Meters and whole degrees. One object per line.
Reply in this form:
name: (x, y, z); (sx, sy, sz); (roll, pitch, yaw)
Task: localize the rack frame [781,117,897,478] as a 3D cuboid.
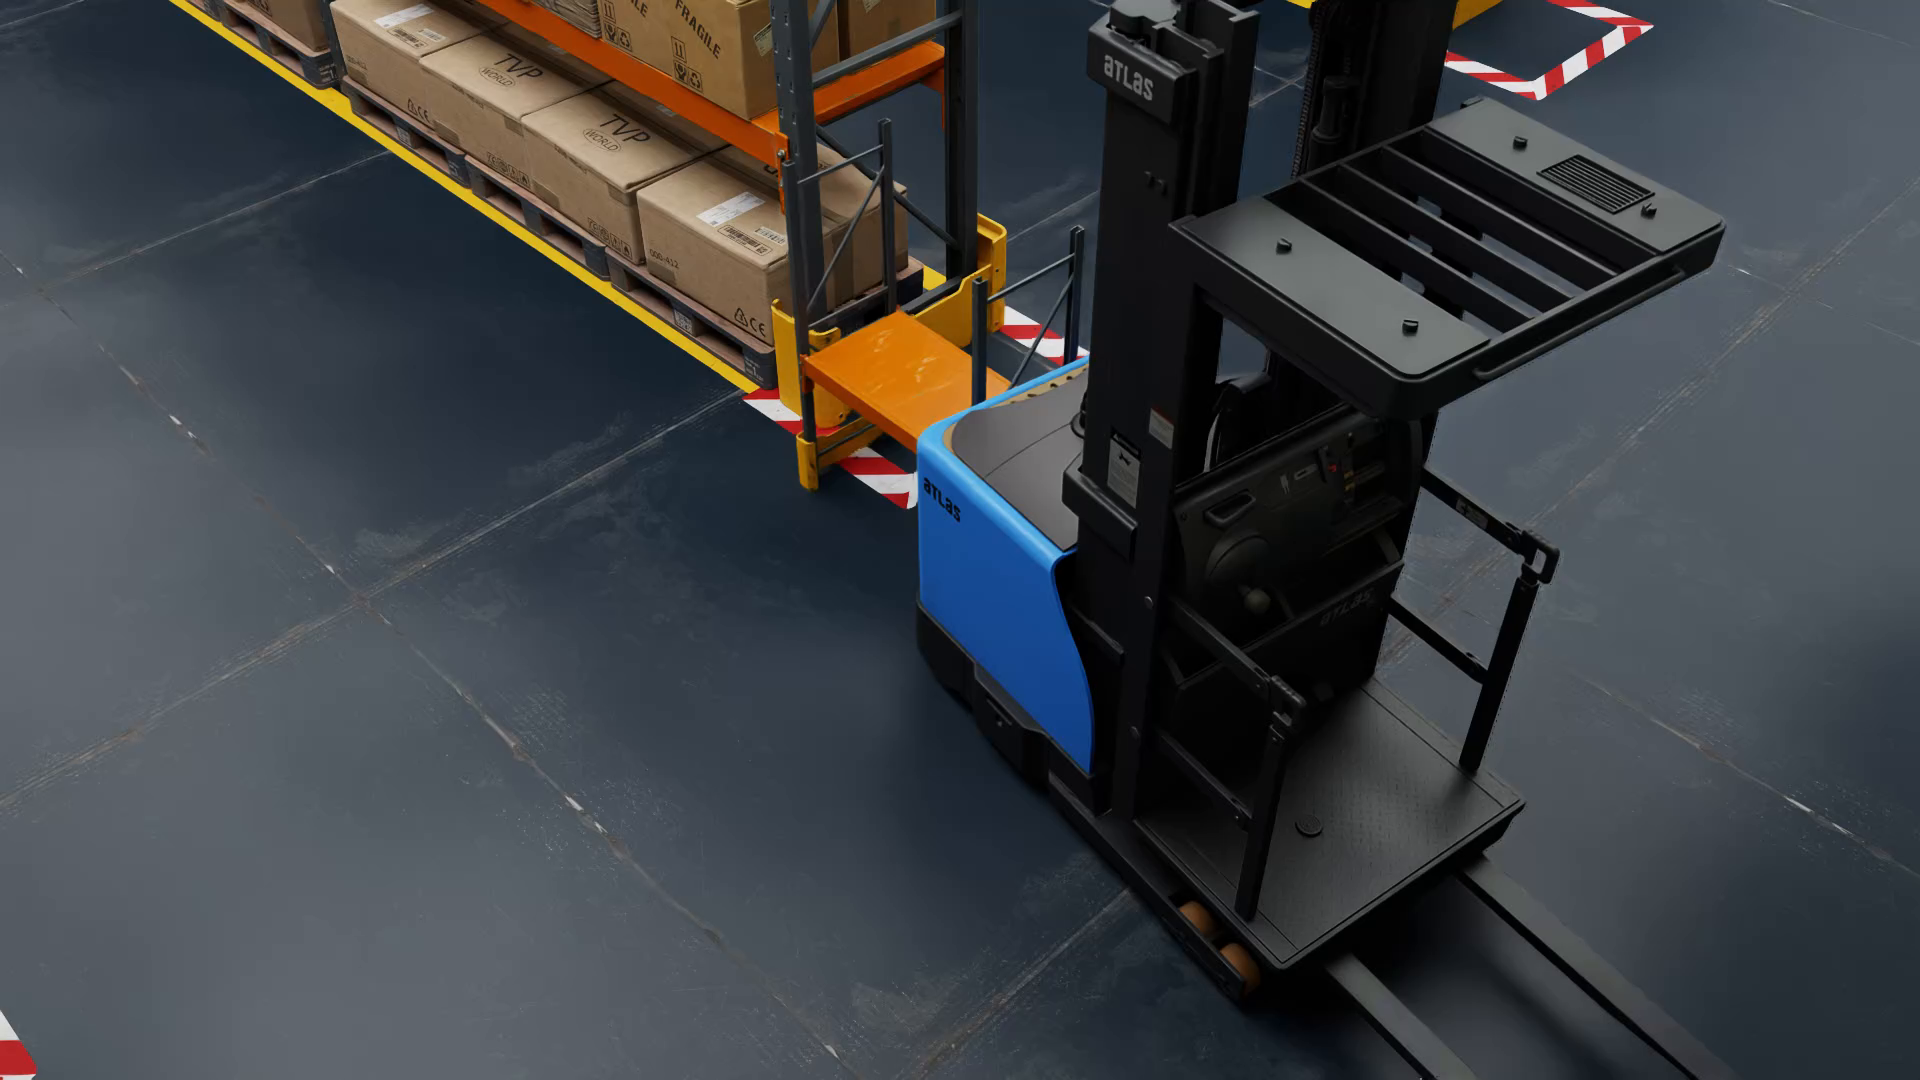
rack frame: (-0.452, -0.919, 6.639); (0.500, 1.500, 0.032); (-32, 51, -30)

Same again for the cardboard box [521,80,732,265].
cardboard box: (-1.504, -1.863, 8.135); (0.875, 0.438, 0.875); (-33, 52, -30)

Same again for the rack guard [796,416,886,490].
rack guard: (-0.439, -0.450, 7.053); (0.587, 0.250, 0.087); (-32, 51, -30)

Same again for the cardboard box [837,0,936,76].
cardboard box: (-0.450, -2.350, 7.009); (0.500, 0.500, 0.500); (34, 52, 31)

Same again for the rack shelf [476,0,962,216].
rack shelf: (-1.727, -2.642, 7.929); (1.077, 0.370, 4.000); (-34, 53, -31)

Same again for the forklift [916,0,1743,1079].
forklift: (1.103, -0.029, 4.621); (1.130, 2.935, 3.031); (-26, 49, -25)

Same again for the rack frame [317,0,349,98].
rack frame: (-3.139, -3.867, 8.725); (1.000, 3.000, 0.127); (-34, 53, -31)

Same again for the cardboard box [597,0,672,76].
cardboard box: (-1.186, -2.335, 6.993); (0.500, 0.500, 0.500); (33, 52, 31)

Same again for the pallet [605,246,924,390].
pallet: (-0.935, -1.268, 7.966); (1.003, 0.211, 1.213); (-34, 53, -31)

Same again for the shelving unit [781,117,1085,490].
shelving unit: (-0.103, -0.659, 6.358); (0.587, 1.500, 1.083); (-32, 51, -30)

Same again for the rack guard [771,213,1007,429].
rack guard: (-0.298, -1.015, 7.480); (1.175, 0.500, 0.348); (-34, 53, -31)

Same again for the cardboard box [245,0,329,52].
cardboard box: (-3.634, -3.500, 9.584); (0.875, 0.875, 0.875); (-32, 52, -30)

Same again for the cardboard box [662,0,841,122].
cardboard box: (-0.843, -2.087, 6.724); (0.500, 0.500, 0.500); (-34, 52, -31)

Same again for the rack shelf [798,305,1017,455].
rack shelf: (-0.109, -0.532, 6.485); (0.538, 0.185, 1.000); (-32, 51, -30)

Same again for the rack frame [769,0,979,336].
rack frame: (-0.315, -1.945, 6.645); (1.000, 3.000, 0.127); (-34, 53, -31)

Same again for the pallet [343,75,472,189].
pallet: (-2.658, -2.440, 9.235); (1.003, 0.211, 1.213); (-34, 53, -31)

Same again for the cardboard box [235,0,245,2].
cardboard box: (-4.277, -3.931, 10.050); (0.875, 0.875, 0.875); (-33, 52, -30)

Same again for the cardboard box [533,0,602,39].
cardboard box: (-1.557, -2.577, 7.255); (0.500, 0.500, 0.500); (-33, 52, -30)

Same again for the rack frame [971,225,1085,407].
rack frame: (0.234, -0.409, 6.088); (0.500, 1.500, 0.032); (-32, 51, -30)

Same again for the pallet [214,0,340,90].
pallet: (-3.738, -3.178, 10.033); (1.003, 0.211, 1.213); (-34, 53, -31)

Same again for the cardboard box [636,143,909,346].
cardboard box: (-0.851, -1.427, 7.663); (0.875, 0.438, 0.875); (32, 52, 30)

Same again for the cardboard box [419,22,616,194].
cardboard box: (-2.139, -2.297, 8.604); (0.875, 0.438, 0.875); (33, 52, 30)

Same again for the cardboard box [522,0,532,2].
cardboard box: (-1.930, -2.819, 7.517); (0.500, 0.500, 0.500); (-33, 52, -30)

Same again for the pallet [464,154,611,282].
pallet: (-1.792, -1.854, 8.601); (1.003, 0.211, 1.213); (-34, 53, -31)

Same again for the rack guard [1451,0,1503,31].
rack guard: (3.065, -3.484, 10.152); (1.175, 0.500, 0.348); (-34, 53, -31)

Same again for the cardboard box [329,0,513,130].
cardboard box: (-2.772, -2.727, 9.070); (0.875, 0.438, 0.875); (33, 52, 31)

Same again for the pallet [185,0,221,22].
pallet: (-4.603, -3.764, 10.668); (1.003, 0.211, 1.213); (-34, 53, -31)
